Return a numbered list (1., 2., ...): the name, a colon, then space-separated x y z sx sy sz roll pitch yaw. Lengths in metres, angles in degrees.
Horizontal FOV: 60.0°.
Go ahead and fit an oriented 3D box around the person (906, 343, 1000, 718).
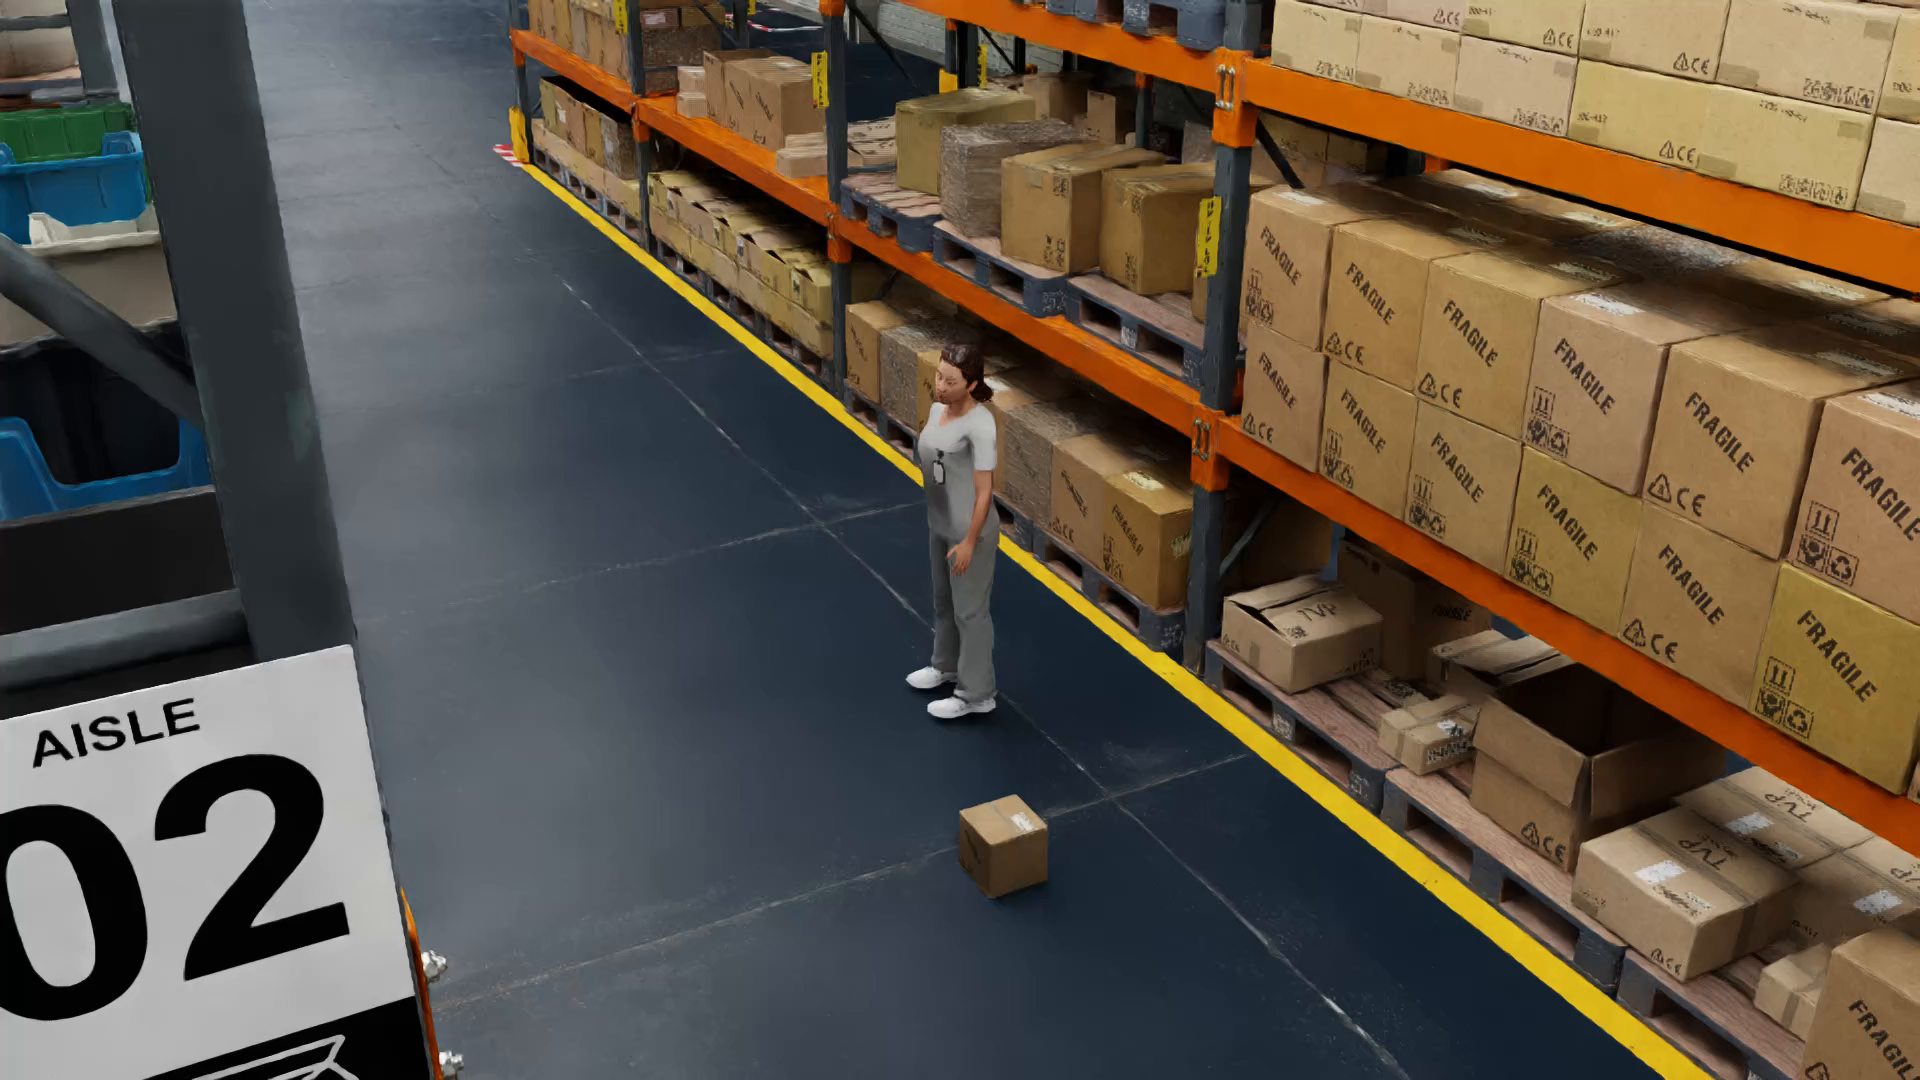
1. person: -0.017 -0.039 7.145 0.378 1.679 0.480 -15 29 -28
